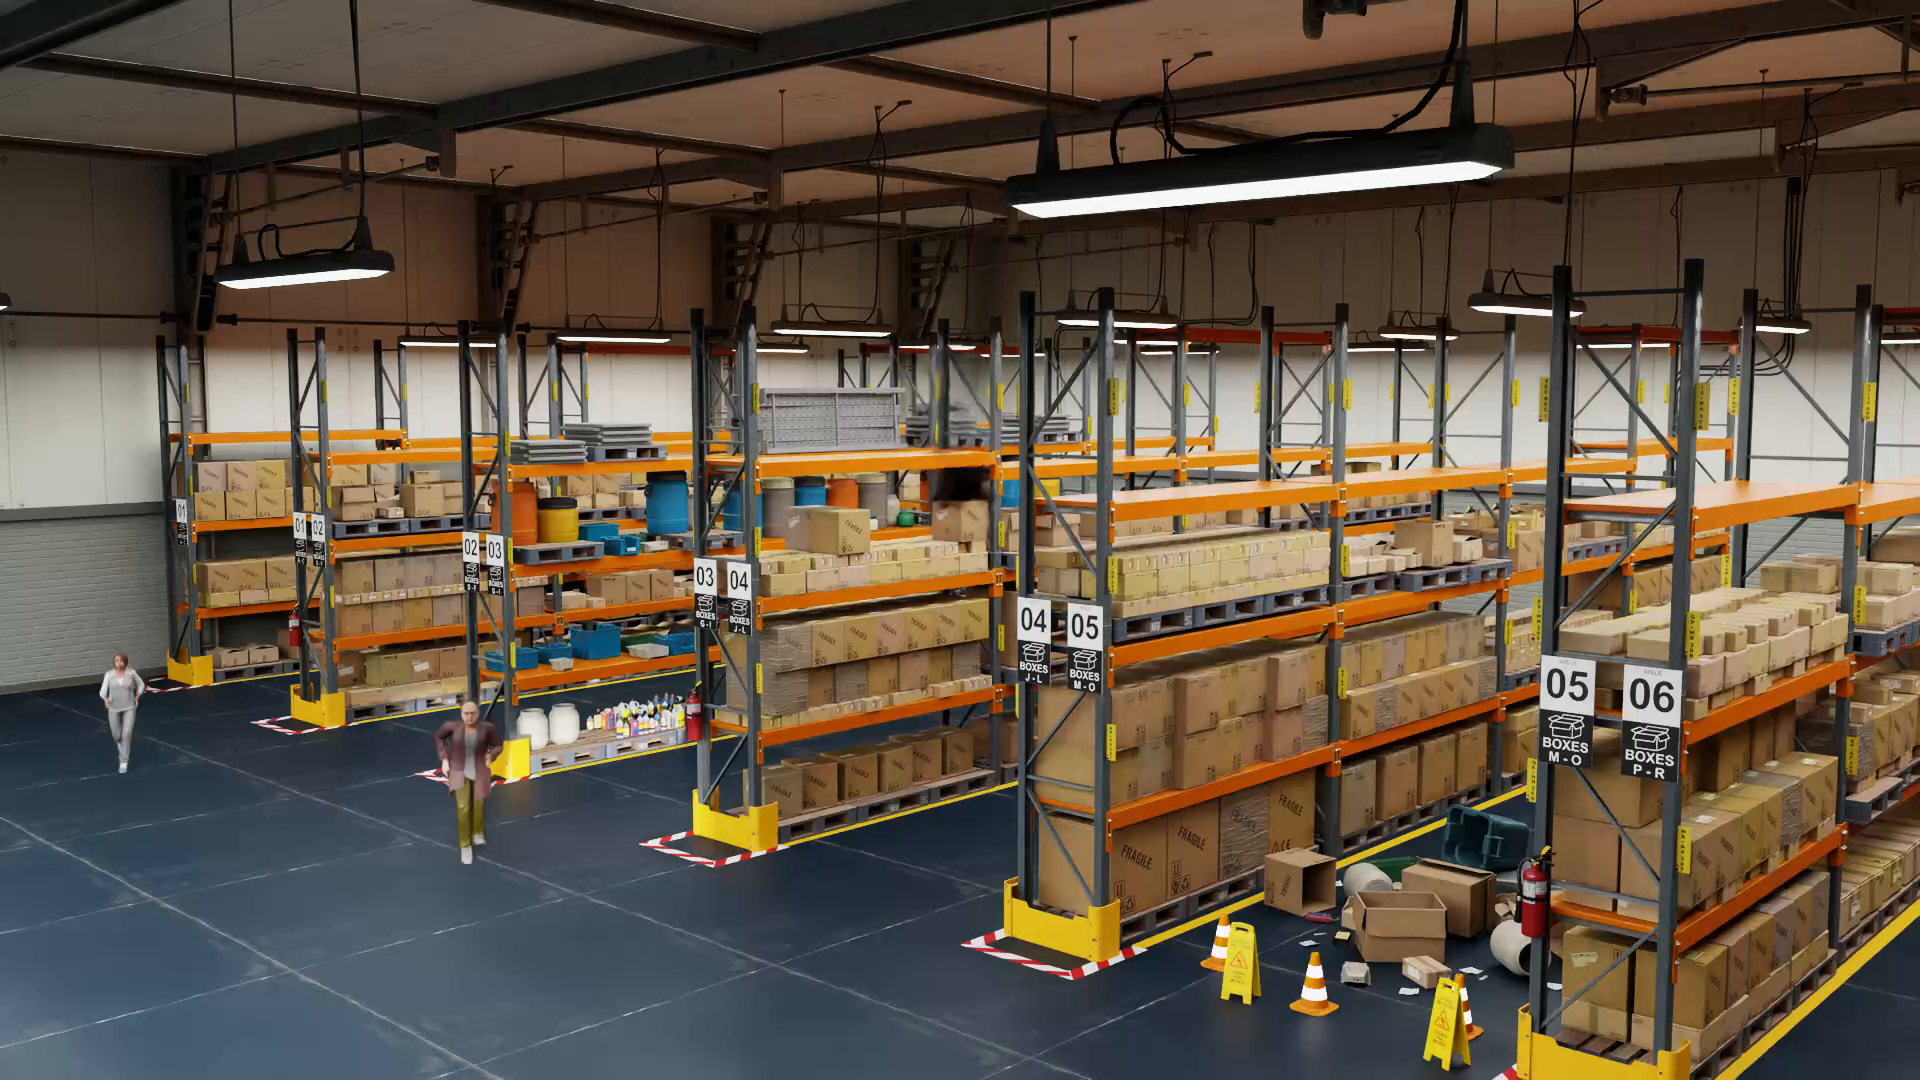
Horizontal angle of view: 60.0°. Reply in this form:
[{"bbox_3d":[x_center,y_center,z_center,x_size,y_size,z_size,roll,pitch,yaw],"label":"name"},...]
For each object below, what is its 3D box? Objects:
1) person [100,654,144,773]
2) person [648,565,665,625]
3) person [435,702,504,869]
[{"bbox_3d":[-11.253,2.302,22.350,0.536,1.575,0.664,-2,6,-23],"label":"person"},{"bbox_3d":[-5.843,1.340,32.247,0.801,1.688,0.523,-5,7,-40],"label":"person"},{"bbox_3d":[-5.350,2.608,18.181,0.725,1.775,1.004,-2,6,-16],"label":"person"}]
